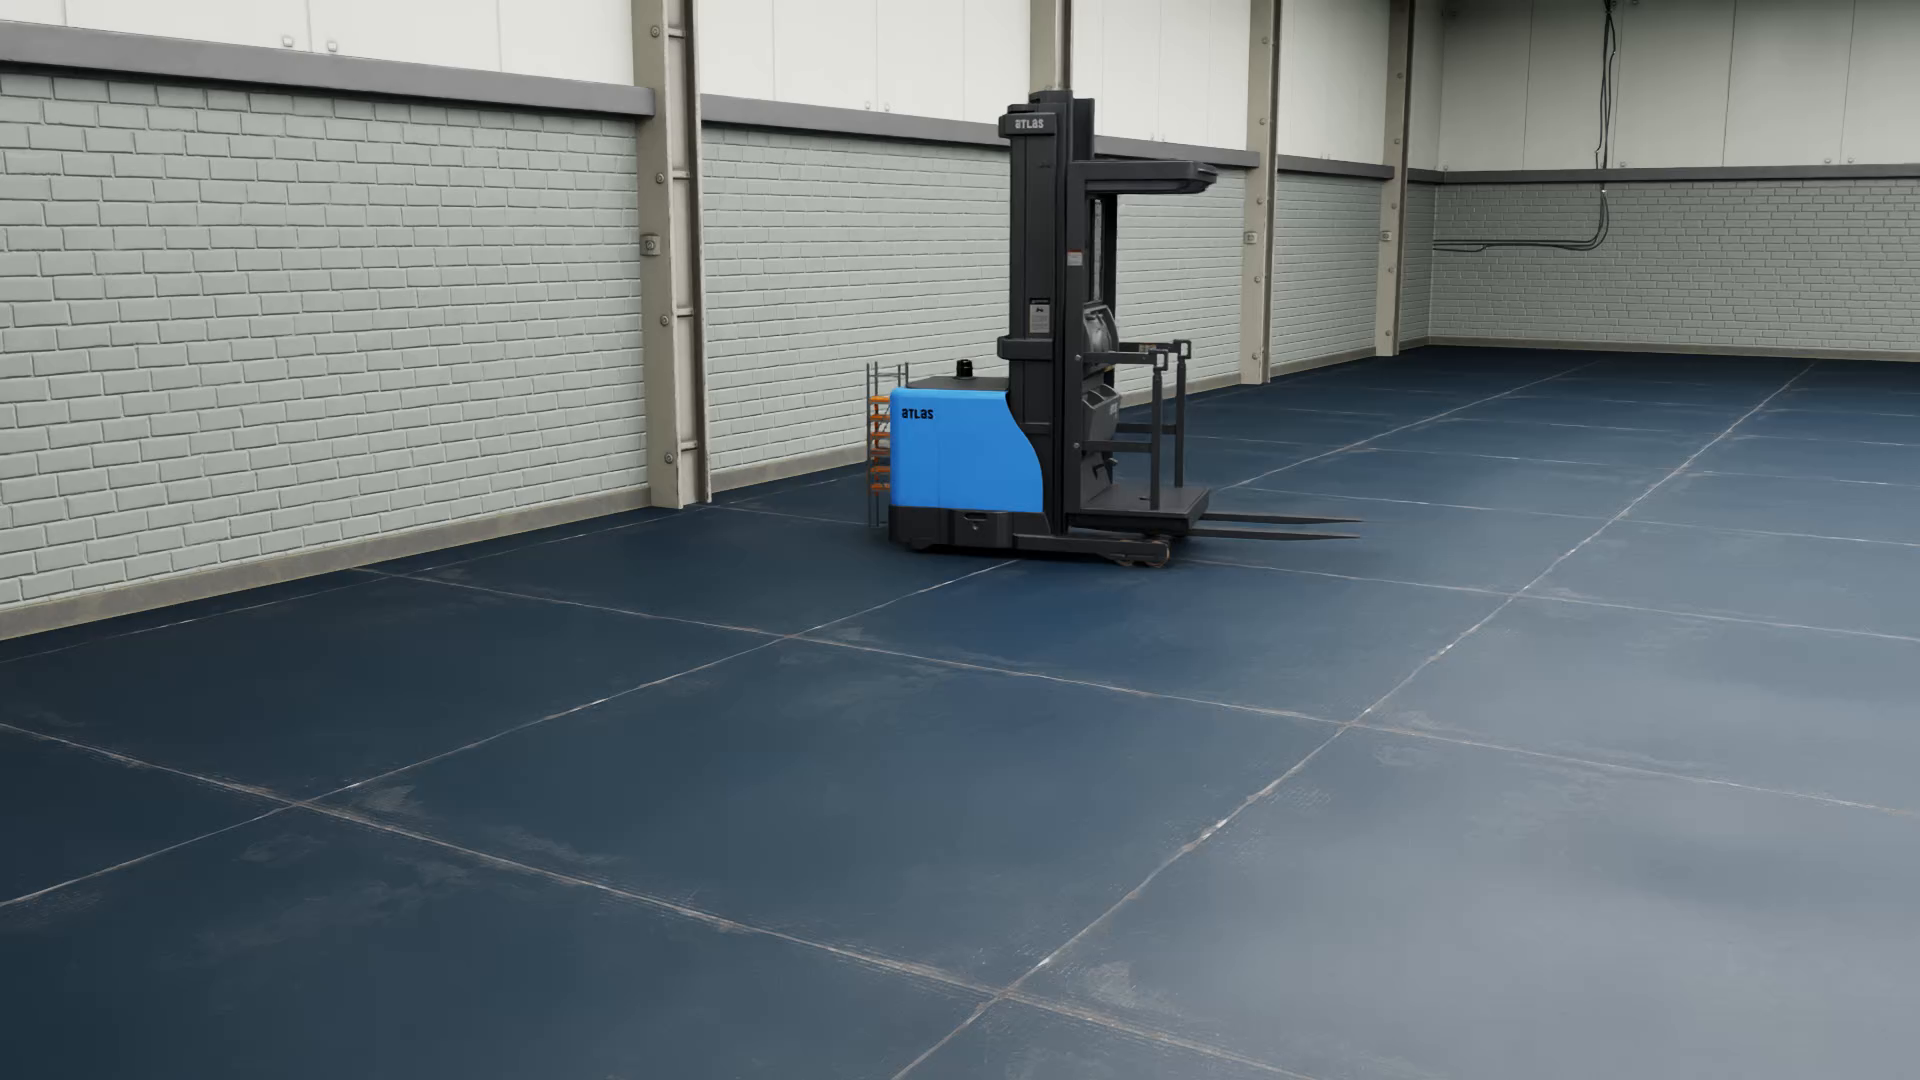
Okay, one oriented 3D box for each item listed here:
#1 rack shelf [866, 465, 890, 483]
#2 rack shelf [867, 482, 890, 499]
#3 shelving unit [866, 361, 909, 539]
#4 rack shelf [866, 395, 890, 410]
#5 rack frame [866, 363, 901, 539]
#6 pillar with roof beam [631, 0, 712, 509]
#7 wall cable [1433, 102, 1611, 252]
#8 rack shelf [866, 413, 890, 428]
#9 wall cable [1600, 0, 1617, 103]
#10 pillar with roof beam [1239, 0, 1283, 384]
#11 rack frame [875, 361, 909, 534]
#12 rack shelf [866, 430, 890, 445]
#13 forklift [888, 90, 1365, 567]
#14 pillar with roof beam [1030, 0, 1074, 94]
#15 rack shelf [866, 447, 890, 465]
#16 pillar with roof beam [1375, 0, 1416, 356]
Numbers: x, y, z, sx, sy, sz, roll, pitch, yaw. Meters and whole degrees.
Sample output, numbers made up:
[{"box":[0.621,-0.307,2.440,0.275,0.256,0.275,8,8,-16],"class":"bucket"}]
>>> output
[{"box":[-0.491,-0.449,11.401,0.258,0.103,0.180,3,11,14],"class":"rack shelf"},{"box":[-0.491,-0.331,11.423,0.258,0.103,0.180,3,11,14],"class":"rack shelf"},{"box":[-0.491,-0.611,11.371,0.258,1.200,0.189,3,11,14],"class":"shelving unit"},{"box":[-0.491,-0.921,11.313,0.258,0.103,0.180,3,11,14],"class":"rack shelf"},{"box":[-0.514,-0.595,11.284,0.240,1.200,0.006,3,11,14],"class":"rack frame"},{"box":[1.512,-4.295,9.854,9.100,9.000,0.400,6,12,31],"class":"pillar with roof beam"},{"box":[9.838,-6.348,29.258,3.097,2.526,0.112,6,12,31],"class":"wall cable"},{"box":[-0.491,-0.803,11.335,0.258,0.103,0.180,3,11,14],"class":"rack shelf"},{"box":[12.150,-8.571,27.413,3.097,2.526,0.112,6,12,31],"class":"wall cable"},{"box":[7.742,-6.182,19.935,9.100,9.000,0.400,6,12,31],"class":"pillar with roof beam"},{"box":[-0.468,-0.627,11.458,0.240,1.200,0.006,3,11,14],"class":"rack frame"},{"box":[-0.491,-0.685,11.357,0.258,0.103,0.180,3,11,14],"class":"rack shelf"},{"box":[1.102,-1.377,10.757,3.031,2.935,1.130,3,11,16],"class":"forklift"},{"box":[4.627,-5.238,14.895,9.100,9.000,0.400,6,12,31],"class":"pillar with roof beam"},{"box":[-0.491,-0.567,11.379,0.258,0.103,0.180,3,11,14],"class":"rack shelf"},{"box":[10.857,-7.126,24.975,9.100,9.000,0.400,6,12,31],"class":"pillar with roof beam"}]
